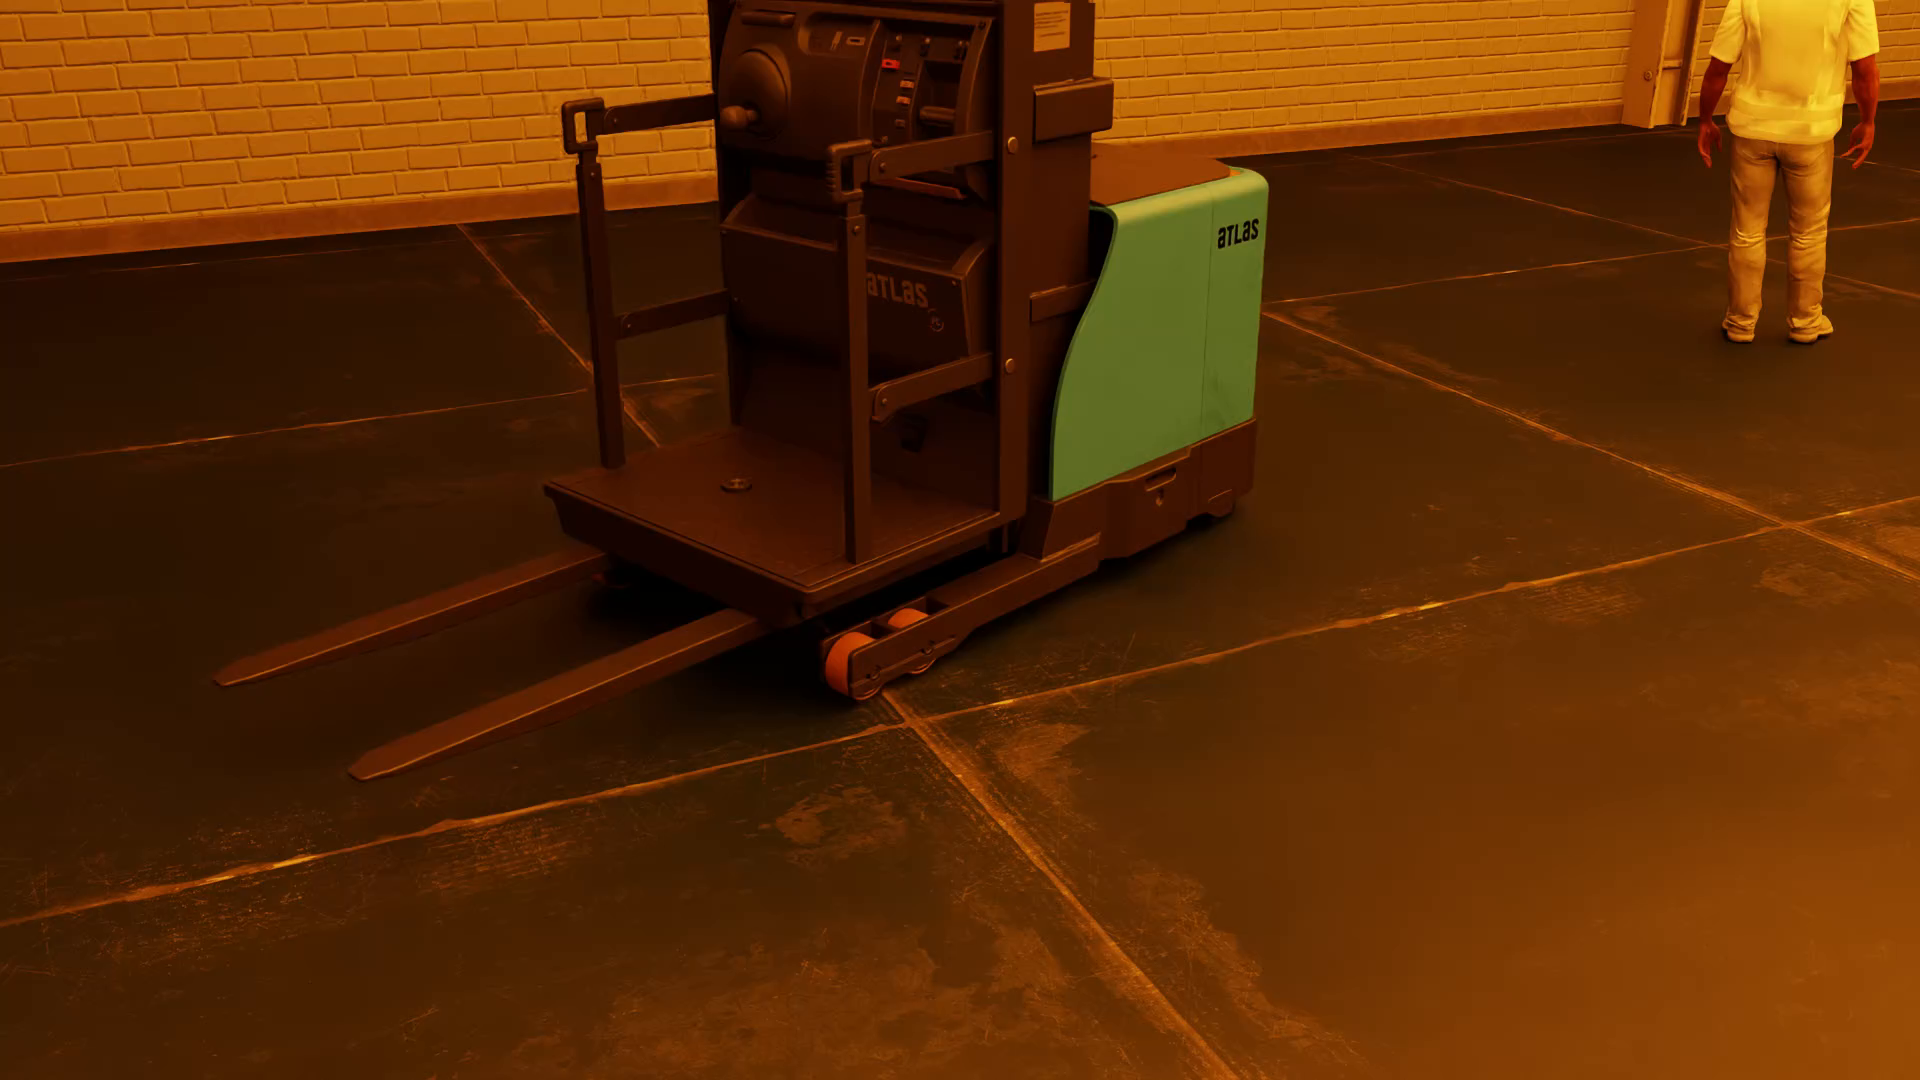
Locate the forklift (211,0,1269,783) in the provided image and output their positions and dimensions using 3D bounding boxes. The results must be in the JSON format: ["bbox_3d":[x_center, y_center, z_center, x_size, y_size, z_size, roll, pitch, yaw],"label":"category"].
[{"bbox_3d":[-0.430,-1.175,4.115,1.130,2.935,3.031,19,29,39],"label":"forklift"}]

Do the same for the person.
[{"bbox_3d":[3.417,-1.704,6.888,0.665,1.769,0.574,13,26,28],"label":"person"}]
